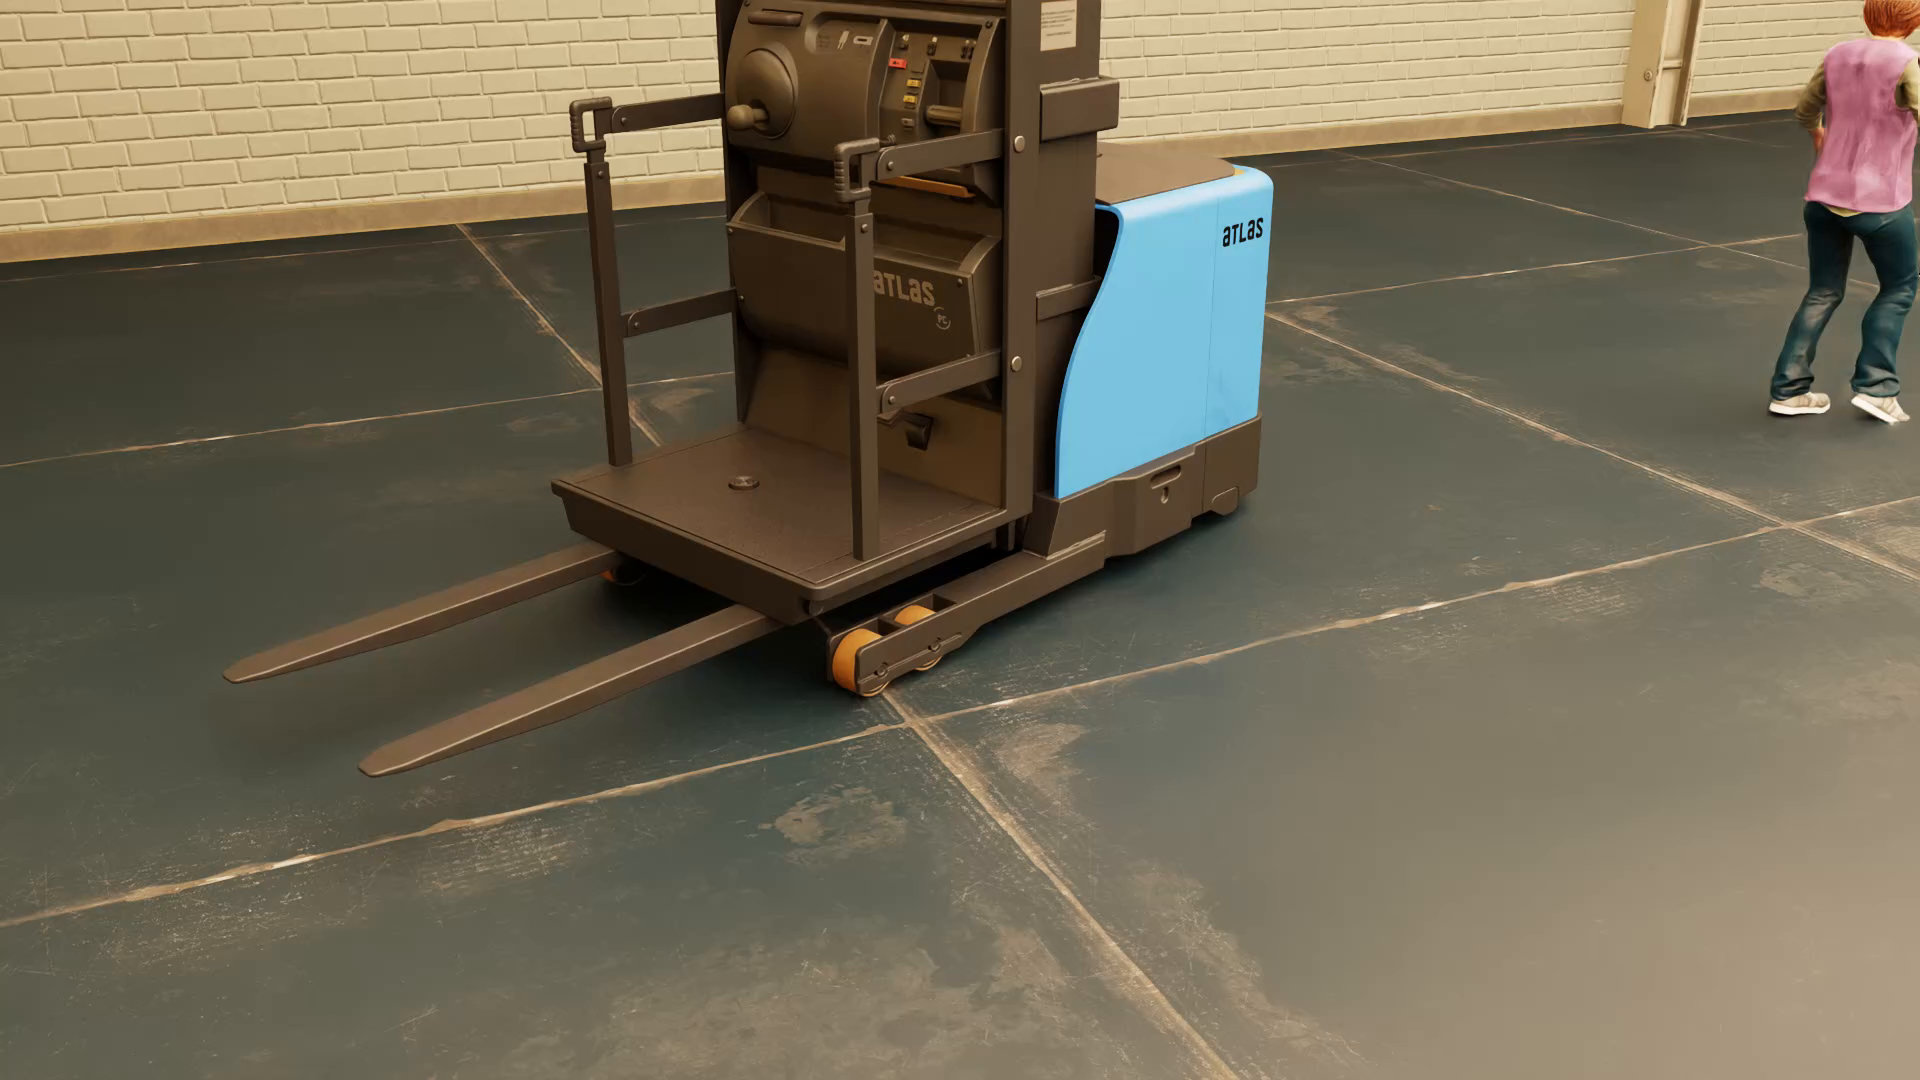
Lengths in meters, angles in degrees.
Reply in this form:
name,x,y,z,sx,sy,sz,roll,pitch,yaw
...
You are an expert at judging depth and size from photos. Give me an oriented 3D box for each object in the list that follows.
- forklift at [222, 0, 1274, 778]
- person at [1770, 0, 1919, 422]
name,x,y,z,sx,sy,sz,roll,pitch,yaw
forklift,-0.413,-1.182,4.131,1.130,2.935,3.031,19,29,39
person,3.262,-1.185,5.965,0.490,1.617,0.823,-10,25,-23
